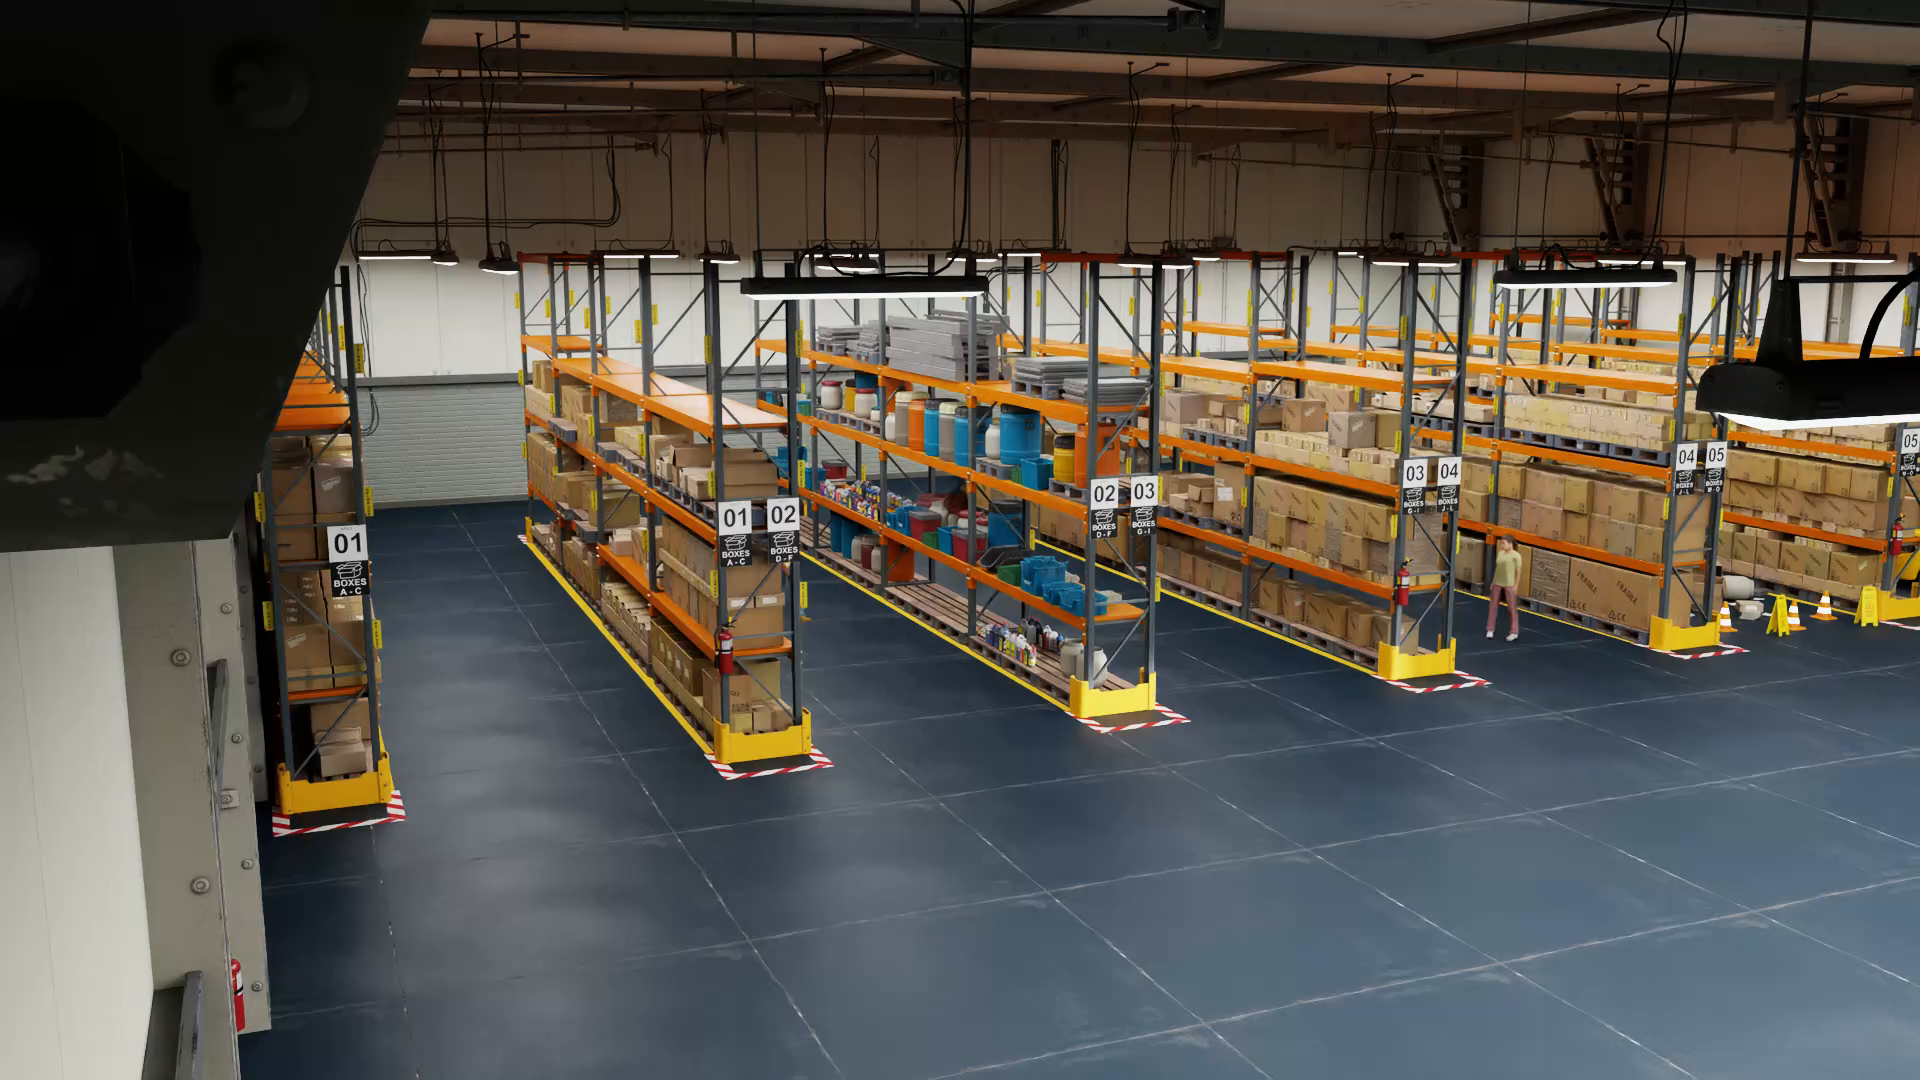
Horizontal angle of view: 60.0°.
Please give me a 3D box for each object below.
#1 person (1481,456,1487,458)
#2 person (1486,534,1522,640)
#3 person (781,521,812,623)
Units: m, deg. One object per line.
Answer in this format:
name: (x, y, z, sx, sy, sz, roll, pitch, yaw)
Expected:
person: (11.099, -0.922, 35.328, 0.382, 1.736, 0.617, 2, 11, 10)
person: (8.623, 0.730, 26.363, 0.493, 1.675, 0.441, 9, 13, 39)
person: (-2.735, 0.436, 26.254, 0.493, 1.735, 0.989, -7, 12, -33)
